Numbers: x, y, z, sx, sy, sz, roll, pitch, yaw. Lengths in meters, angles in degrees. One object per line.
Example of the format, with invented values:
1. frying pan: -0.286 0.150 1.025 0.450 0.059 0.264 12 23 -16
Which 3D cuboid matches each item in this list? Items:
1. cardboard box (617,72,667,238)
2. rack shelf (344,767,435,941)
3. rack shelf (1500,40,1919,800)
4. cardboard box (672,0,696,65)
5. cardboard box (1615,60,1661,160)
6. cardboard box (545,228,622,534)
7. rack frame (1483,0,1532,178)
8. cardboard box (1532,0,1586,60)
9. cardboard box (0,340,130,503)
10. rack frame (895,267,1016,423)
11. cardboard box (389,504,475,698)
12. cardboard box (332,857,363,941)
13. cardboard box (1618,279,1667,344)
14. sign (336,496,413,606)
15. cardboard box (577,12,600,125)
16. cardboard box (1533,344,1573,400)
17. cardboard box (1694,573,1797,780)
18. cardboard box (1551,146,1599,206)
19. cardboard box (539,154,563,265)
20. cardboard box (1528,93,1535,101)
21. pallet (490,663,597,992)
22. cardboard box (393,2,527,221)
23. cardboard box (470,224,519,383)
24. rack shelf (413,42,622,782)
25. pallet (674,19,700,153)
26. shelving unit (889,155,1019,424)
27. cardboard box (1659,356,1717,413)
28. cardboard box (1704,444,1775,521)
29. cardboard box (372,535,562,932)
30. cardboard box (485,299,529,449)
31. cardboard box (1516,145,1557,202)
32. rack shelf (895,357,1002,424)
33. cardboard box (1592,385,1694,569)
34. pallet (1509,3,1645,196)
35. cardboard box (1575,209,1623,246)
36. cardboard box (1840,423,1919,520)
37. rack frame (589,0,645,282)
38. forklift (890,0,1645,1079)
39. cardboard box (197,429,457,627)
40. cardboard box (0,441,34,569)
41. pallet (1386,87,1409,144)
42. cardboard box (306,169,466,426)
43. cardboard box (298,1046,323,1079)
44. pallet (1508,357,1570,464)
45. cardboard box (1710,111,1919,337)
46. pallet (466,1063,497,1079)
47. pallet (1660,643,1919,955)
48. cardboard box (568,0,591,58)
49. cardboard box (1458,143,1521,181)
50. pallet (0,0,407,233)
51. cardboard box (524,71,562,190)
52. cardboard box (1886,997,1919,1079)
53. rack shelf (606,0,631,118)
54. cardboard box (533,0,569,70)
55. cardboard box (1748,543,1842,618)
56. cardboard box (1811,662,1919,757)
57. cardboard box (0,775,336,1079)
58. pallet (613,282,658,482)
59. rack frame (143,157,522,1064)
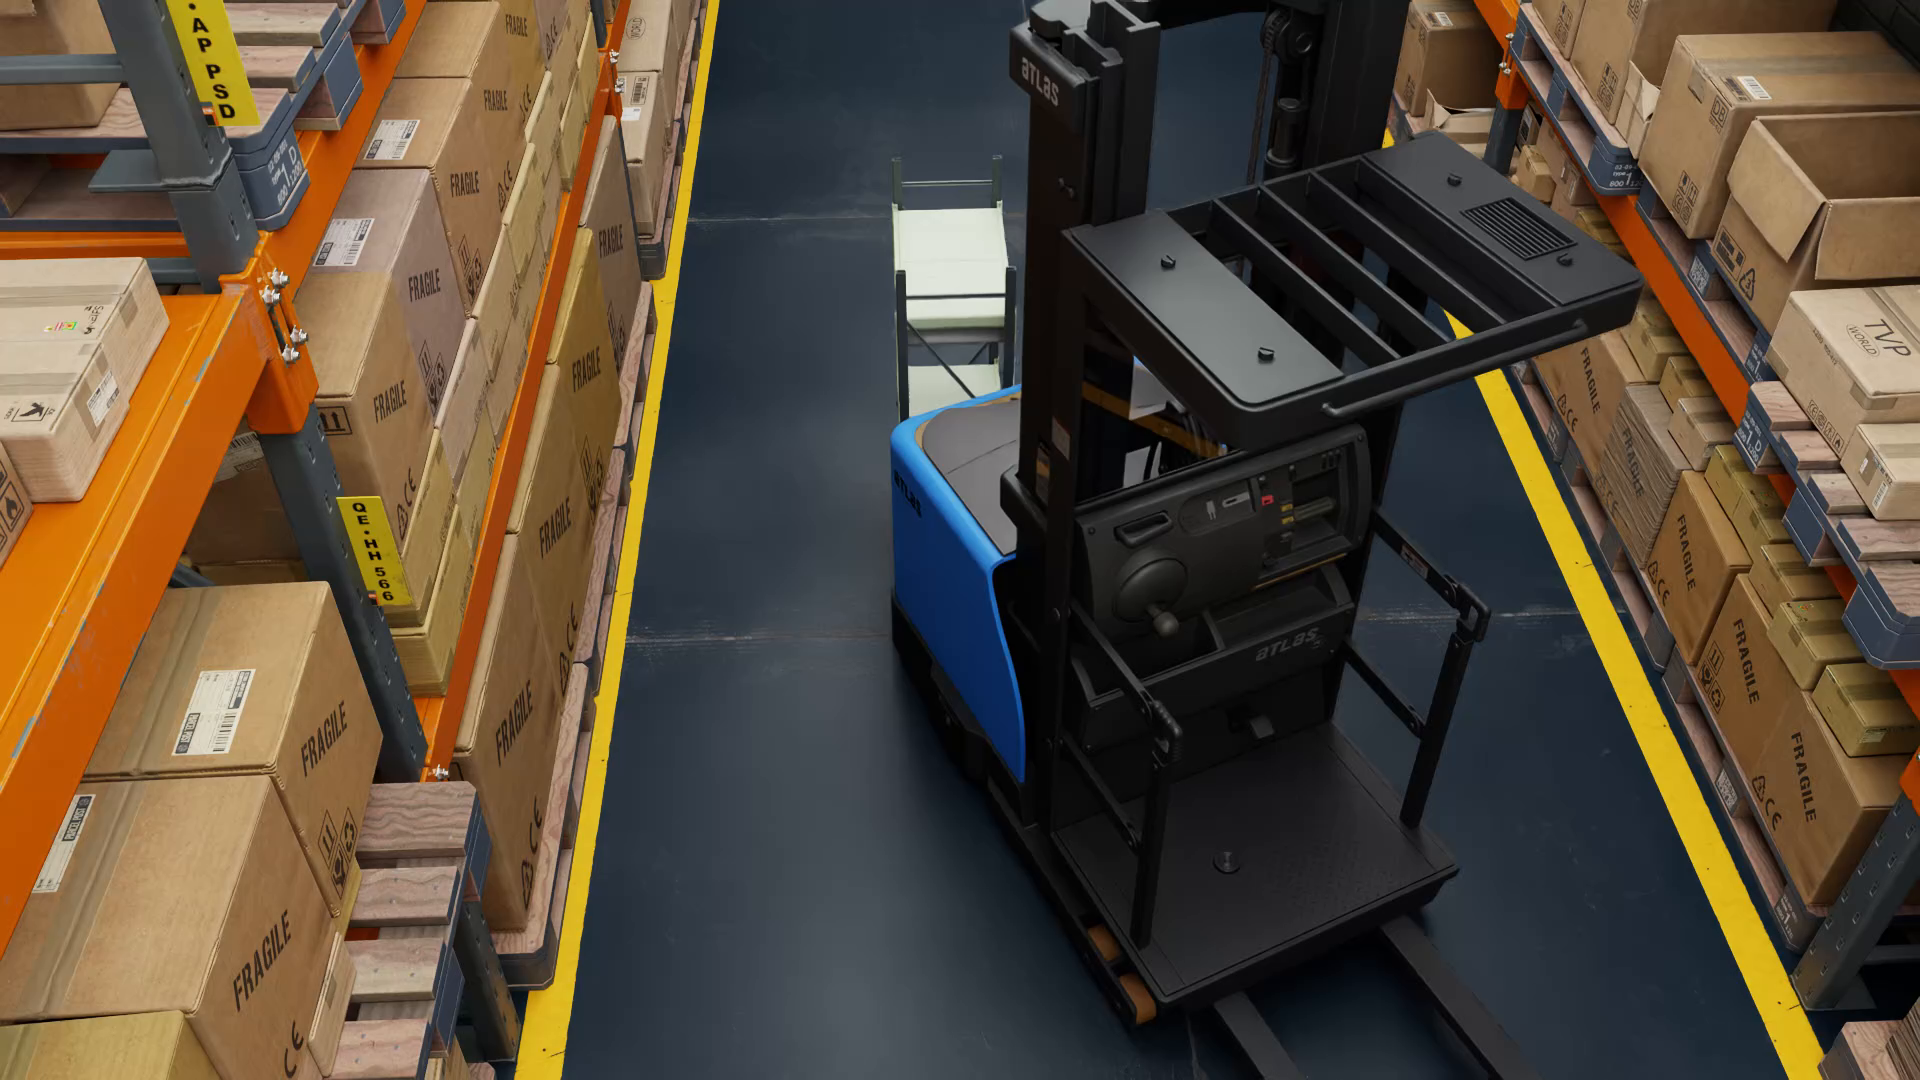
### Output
1. cardboard box: -1.934 -1.890 8.177 0.875 0.438 0.875 -2 43 -2
2. rack shelf: -1.760 2.063 2.812 1.077 0.370 4.000 -2 43 -2
3. rack shelf: 3.029 -0.782 5.916 1.077 0.370 4.000 -2 43 -2
4. cardboard box: -2.010 -3.103 9.501 0.875 0.438 0.875 -1 43 -1
5. cardboard box: 2.620 -1.554 6.014 0.396 0.266 0.258 0 43 0
6. cardboard box: -1.863 -0.599 6.445 0.875 0.875 0.875 -1 43 -1
7. rack frame: 2.944 -2.398 7.146 1.000 3.000 0.127 -2 43 -2
8. cardboard box: 2.741 -2.256 6.607 0.700 0.500 0.500 -1 43 -1
9. cardboard box: -1.603 -0.191 2.705 0.380 0.149 0.250 -2 43 -2
10. rack frame: -0.014 -0.341 6.012 0.400 1.500 0.023 -2 43 -2
11. cardboard box: -1.615 0.165 4.461 0.500 0.250 0.500 -2 43 -3
12. cardboard box: -1.512 0.779 3.556 0.380 0.149 0.250 -1 43 -1
13. cardboard box: 2.803 -0.908 6.580 0.380 0.149 0.250 -2 43 -2
14. sign: -1.303 0.028 3.701 0.100 0.325 0.005 -2 43 -2
15. cardboard box: -1.744 -1.902 6.716 0.500 0.250 0.500 -3 43 -3
16. cardboard box: 2.772 -0.939 7.094 0.500 0.500 0.500 -2 43 -2
17. cardboard box: 2.870 0.452 5.576 0.500 0.500 0.500 -2 43 -2
18. cardboard box: 2.752 -1.556 7.067 0.380 0.149 0.250 -4 43 -4
19. cardboard box: -1.721 -1.217 5.969 0.500 0.250 0.500 -3 43 -3
20. cardboard box: 3.134 -2.247 8.781 0.380 0.149 0.250 -2 43 -2
21. pallet: -1.803 0.941 5.567 1.003 0.211 1.213 -2 43 -2
22. cardboard box: -1.677 -1.323 5.159 0.500 0.500 0.500 -1 43 -1
23. cardboard box: -1.650 -0.716 5.053 0.500 0.250 0.500 -2 43 -2
24. rack shelf: -1.930 -0.637 5.758 1.077 0.370 4.000 -2 43 -2
25. pallet: -2.024 -2.566 9.393 1.003 0.211 1.213 -2 43 -2
26. shelving unit: -0.031 -0.588 6.282 0.431 1.500 0.755 -2 43 -2
27. cardboard box: 2.852 -0.559 6.199 0.380 0.149 0.250 -1 43 -2
28. cardboard box: 2.853 -0.206 5.814 0.380 0.149 0.250 -2 43 -2
29. cardboard box: -1.791 0.607 5.129 0.875 0.875 0.875 -2 43 -2
30. cardboard box: -1.670 -0.535 5.225 0.500 0.250 0.500 0 43 0
31. cardboard box: 2.693 -1.620 7.357 0.380 0.149 0.250 0 43 0
32. rack shelf: -0.031 -0.348 6.502 0.431 0.370 0.720 -2 43 -2
33. cardboard box: 2.805 -0.252 6.344 0.500 0.500 0.500 -3 43 -3
34. pallet: 2.869 -1.784 6.619 1.003 0.211 1.213 -2 43 -2
35. cardboard box: 2.805 -1.263 6.967 0.380 0.149 0.250 -4 43 -4
36. cardboard box: 2.703 -0.192 4.615 0.380 0.149 0.250 -1 43 -1
37. rack frame: -2.015 -2.253 6.988 1.000 3.000 0.127 -2 43 -2
38. forklift: 0.854 0.064 4.511 1.130 2.935 3.031 -19 46 -19
39. cardboard box: -1.620 -0.031 4.305 0.500 0.250 0.500 -2 43 -2
40. cardboard box: -1.815 -0.055 2.296 0.700 0.500 0.500 -2 43 -2
41. pallet: 2.861 -2.659 9.495 1.003 0.211 1.213 -2 43 -2
42. cardboard box: -1.652 -0.632 4.406 0.500 0.500 0.500 -1 43 -2
43. cardboard box: -1.454 1.118 3.186 0.380 0.149 0.250 -4 43 -4
44. pallet: 3.016 -0.822 7.490 1.003 0.211 1.213 -2 43 -2
45. cardboard box: 2.860 -0.987 5.220 0.797 0.503 0.637 -3 43 -3
46. pallet: -1.813 2.003 4.408 1.003 0.211 1.213 -2 43 -2
47. pallet: 3.120 0.825 5.693 1.003 0.211 1.213 -2 43 -2
48. cardboard box: -1.753 -2.091 6.553 0.500 0.250 0.500 -2 43 -2
49. cardboard box: 2.627 -1.869 8.369 0.380 0.149 0.250 -3 43 -3
50. pallet: -1.925 -1.022 3.565 1.213 0.211 1.003 0 43 0
51. cardboard box: -1.697 -1.404 5.803 0.500 0.250 0.500 -1 43 -1
52. cardboard box: 3.127 1.445 4.401 0.875 0.625 0.625 0 43 0
53. rack shelf: -2.100 -3.338 8.704 1.077 0.370 4.000 -2 43 -2
54. cardboard box: -1.716 -2.015 5.914 0.500 0.500 0.500 -1 43 -1
55. cardboard box: 2.830 0.142 5.435 0.380 0.149 0.250 -3 43 -3
56. cardboard box: 2.840 0.504 5.039 0.380 0.149 0.250 -4 43 -4
57. cardboard box: -1.515 0.794 3.059 0.500 0.500 0.500 -2 43 -2
58. pallet: -1.907 -0.706 7.364 1.003 0.211 1.213 -2 43 -2
59. rack frame: -1.845 0.448 4.042 1.000 3.000 0.127 -2 43 -2
